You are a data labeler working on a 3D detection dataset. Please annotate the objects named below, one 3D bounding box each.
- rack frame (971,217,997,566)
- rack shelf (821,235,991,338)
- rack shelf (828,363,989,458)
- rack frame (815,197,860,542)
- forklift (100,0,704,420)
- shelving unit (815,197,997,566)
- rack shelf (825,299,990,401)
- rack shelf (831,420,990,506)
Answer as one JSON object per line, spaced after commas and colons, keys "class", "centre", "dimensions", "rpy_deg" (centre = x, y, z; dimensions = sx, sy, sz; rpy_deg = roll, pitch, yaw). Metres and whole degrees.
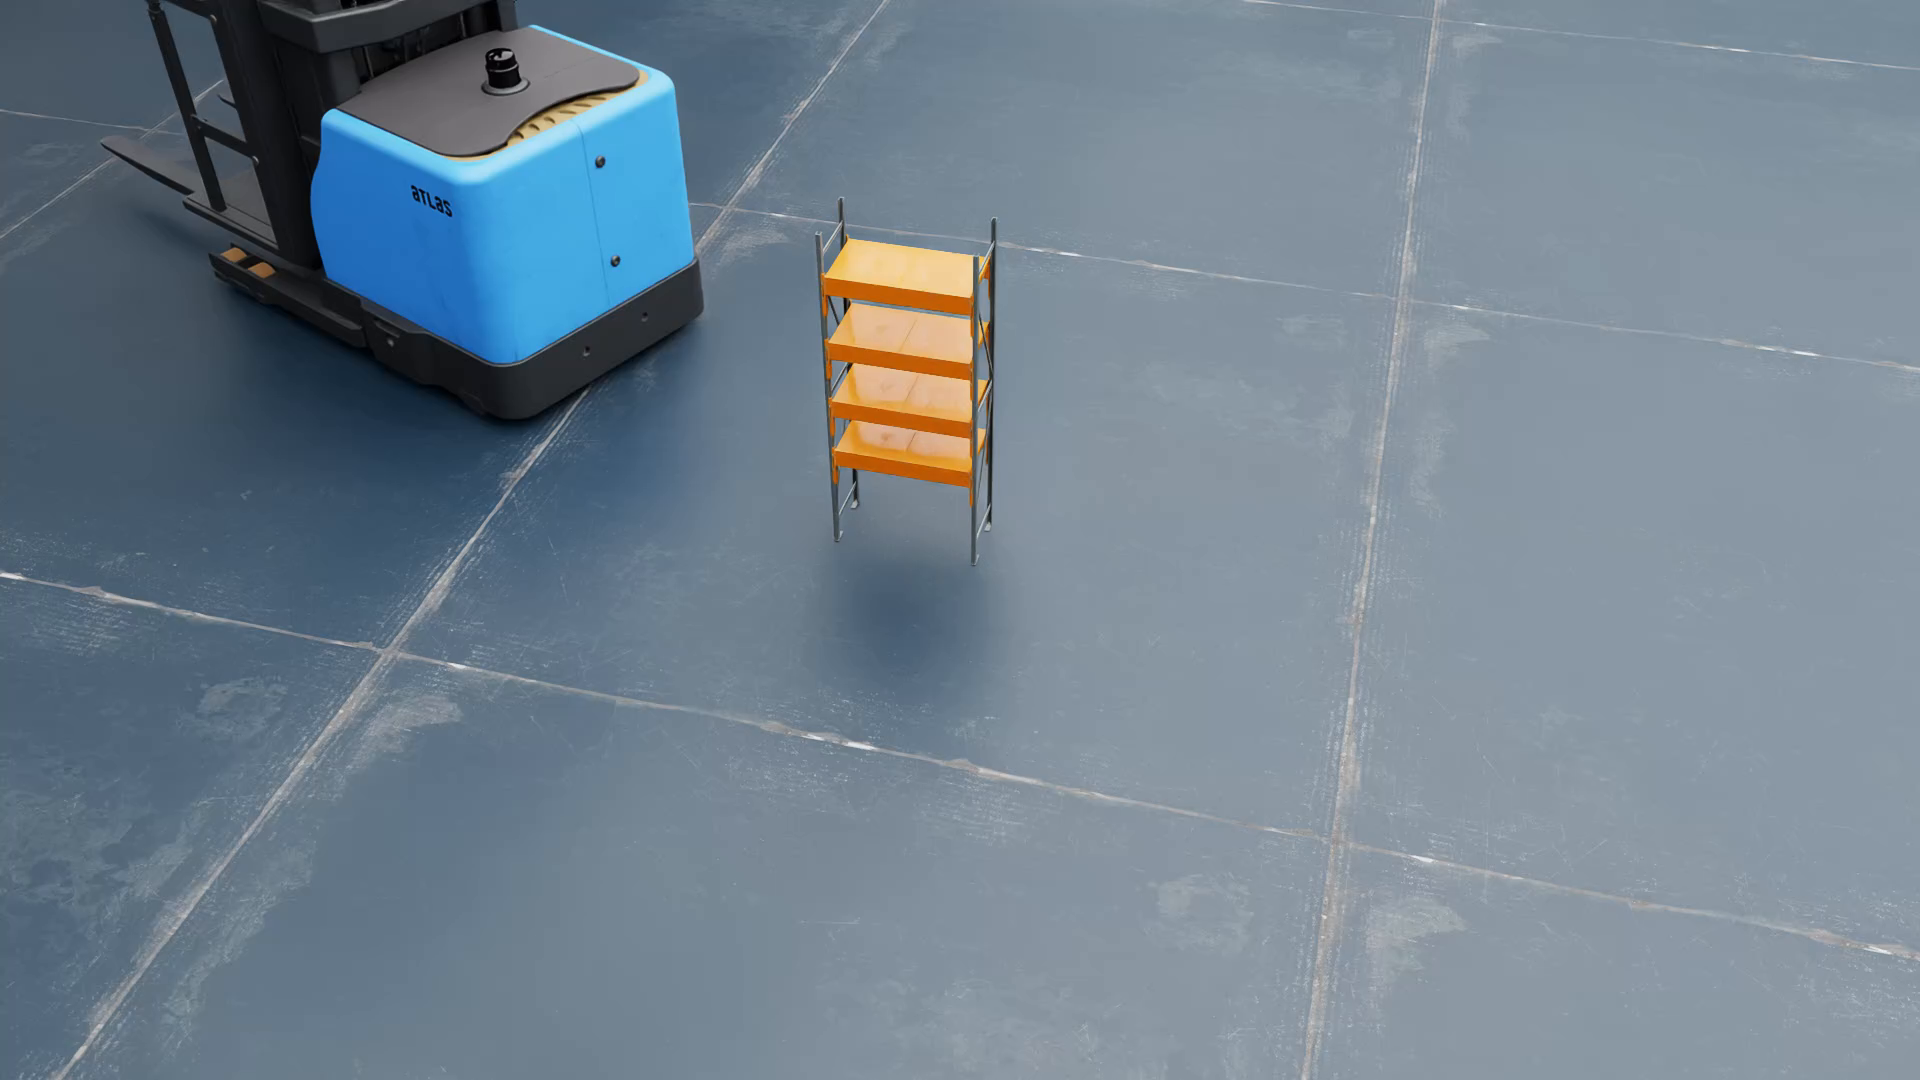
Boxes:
{"class": "rack frame", "centre": [0.076, -0.446, 5.349], "dimensions": [0.015, 1.200, 0.240], "rpy_deg": [10, 41, 11]}
{"class": "rack shelf", "centre": [-0.160, -0.788, 5.144], "dimensions": [0.480, 0.148, 0.258], "rpy_deg": [10, 41, 11]}
{"class": "rack shelf", "centre": [-0.160, -0.435, 5.440], "dimensions": [0.480, 0.148, 0.258], "rpy_deg": [10, 41, 11]}
{"class": "rack frame", "centre": [-0.396, -0.528, 5.445], "dimensions": [0.015, 1.200, 0.240], "rpy_deg": [10, 41, 11]}
{"class": "forklift", "centre": [-2.516, -2.347, 6.266], "dimensions": [3.031, 2.935, 1.130], "rpy_deg": [26, 47, 28]}
{"class": "shelving unit", "centre": [-0.160, -0.487, 5.397], "dimensions": [0.503, 1.200, 0.258], "rpy_deg": [10, 41, 11]}
{"class": "rack shelf", "centre": [-0.160, -0.607, 5.296], "dimensions": [0.480, 0.148, 0.258], "rpy_deg": [10, 41, 11]}
{"class": "rack shelf", "centre": [-0.160, -0.283, 5.568], "dimensions": [0.480, 0.148, 0.258], "rpy_deg": [10, 41, 11]}
